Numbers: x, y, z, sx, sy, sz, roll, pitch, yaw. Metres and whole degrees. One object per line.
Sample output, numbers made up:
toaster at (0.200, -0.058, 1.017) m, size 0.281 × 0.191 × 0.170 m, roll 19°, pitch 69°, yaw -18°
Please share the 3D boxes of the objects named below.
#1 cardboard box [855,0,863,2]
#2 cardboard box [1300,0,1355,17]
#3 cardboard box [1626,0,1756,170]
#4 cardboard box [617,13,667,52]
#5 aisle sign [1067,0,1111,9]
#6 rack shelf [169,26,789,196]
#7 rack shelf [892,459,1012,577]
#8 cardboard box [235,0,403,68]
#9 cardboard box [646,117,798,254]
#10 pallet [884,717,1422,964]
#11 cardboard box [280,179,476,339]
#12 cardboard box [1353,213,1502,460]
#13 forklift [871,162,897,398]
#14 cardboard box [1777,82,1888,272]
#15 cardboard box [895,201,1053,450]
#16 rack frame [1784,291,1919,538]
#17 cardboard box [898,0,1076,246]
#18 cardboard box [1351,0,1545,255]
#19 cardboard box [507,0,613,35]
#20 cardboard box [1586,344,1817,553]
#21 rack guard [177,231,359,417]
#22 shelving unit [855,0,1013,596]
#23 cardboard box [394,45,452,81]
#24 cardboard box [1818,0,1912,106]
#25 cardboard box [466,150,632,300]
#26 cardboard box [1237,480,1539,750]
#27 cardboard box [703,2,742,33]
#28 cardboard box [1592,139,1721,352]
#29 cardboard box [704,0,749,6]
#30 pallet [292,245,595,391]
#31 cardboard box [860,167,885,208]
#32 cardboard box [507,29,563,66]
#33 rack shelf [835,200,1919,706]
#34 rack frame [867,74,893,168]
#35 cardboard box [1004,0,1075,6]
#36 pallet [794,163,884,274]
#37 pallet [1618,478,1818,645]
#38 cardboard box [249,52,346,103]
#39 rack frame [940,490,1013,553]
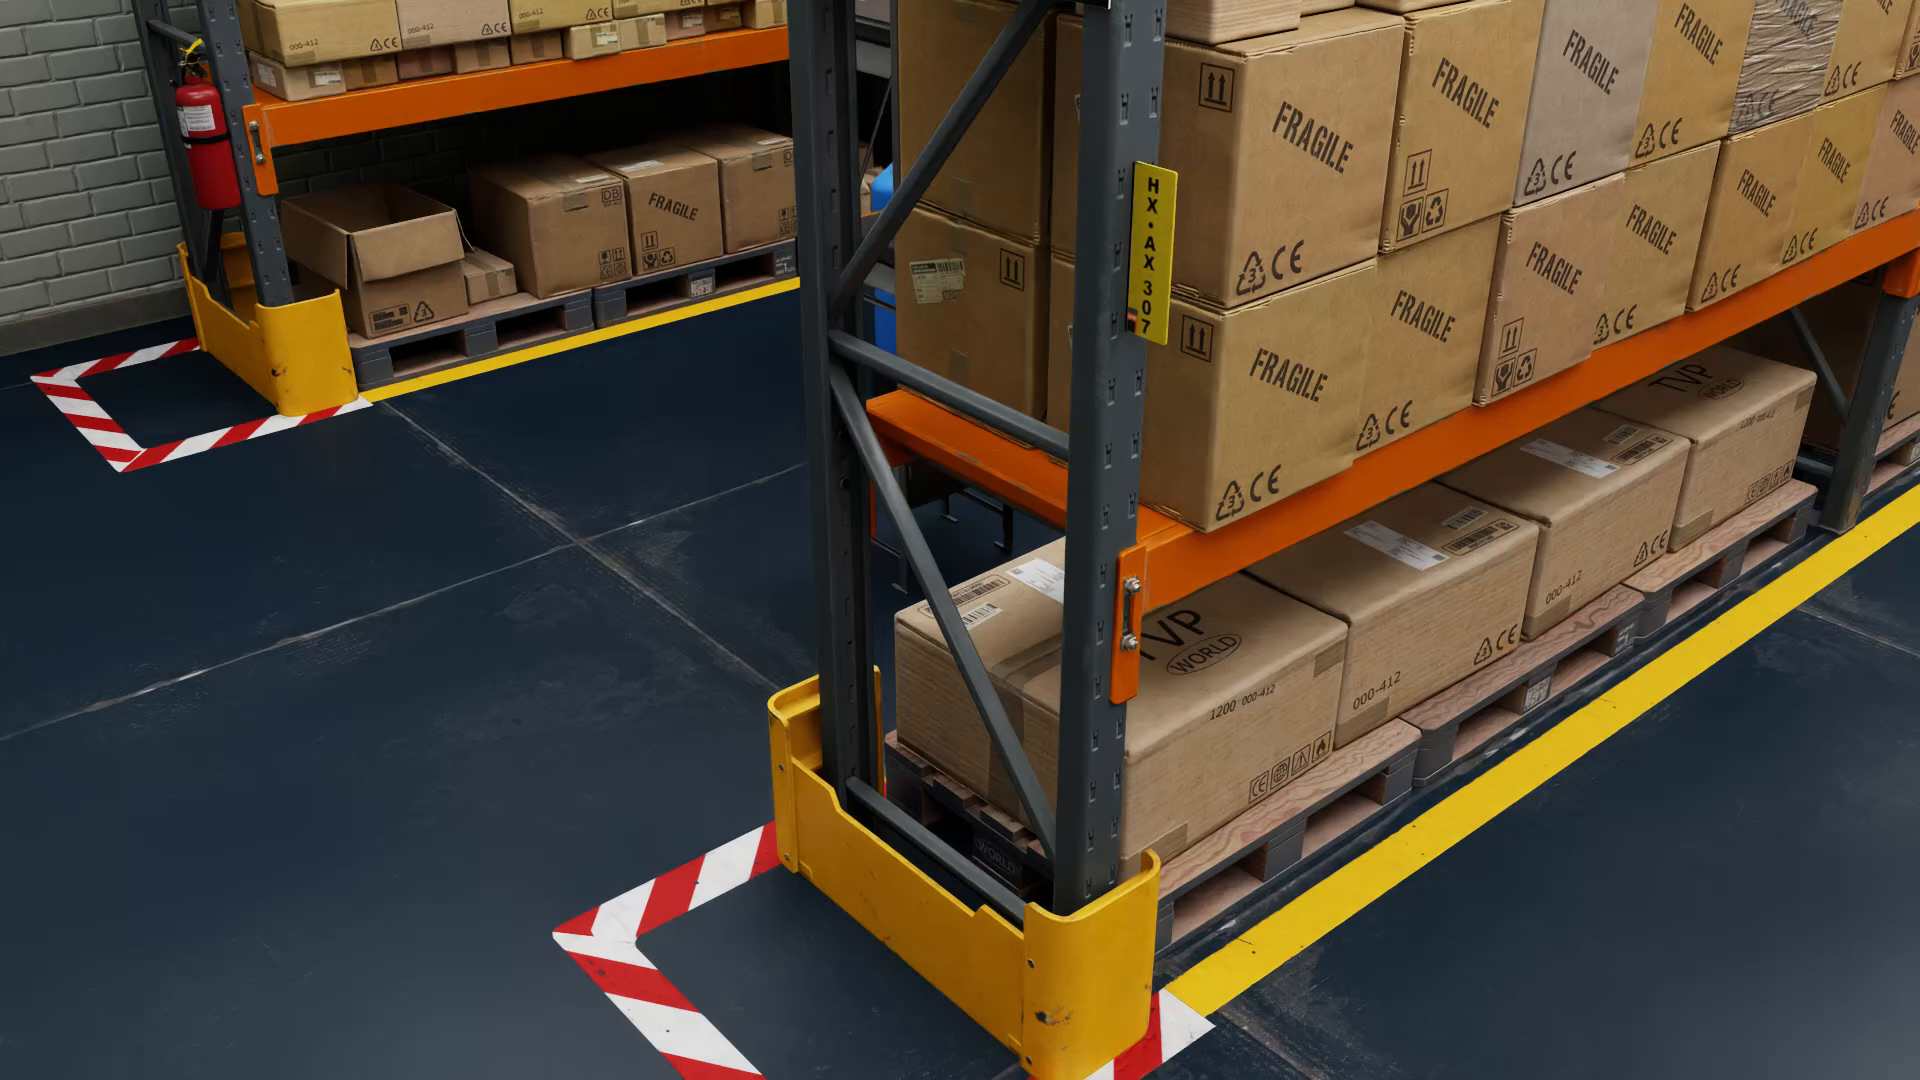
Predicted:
cardboard box at (-0.632, -2.834, 8.637) m, size 0.250 × 0.149 × 0.380 m, roll -21°, pitch 34°, yaw -34°
cardboard box at (0.597, -1.192, 3.444) m, size 0.250 × 0.149 × 0.380 m, roll -21°, pitch 35°, yaw -34°
cardboard box at (1.698, -1.310, 4.351) m, size 0.500 × 0.500 × 0.500 m, roll -22°, pitch 35°, yaw -35°
cardboard box at (-1.603, -2.440, 7.900) m, size 0.250 × 0.149 × 0.380 m, roll -21°, pitch 35°, yaw -34°
aisle sign at (0.128, -1.327, 2.792) m, size 0.004 × 0.787 × 0.394 m, roll -22°, pitch 35°, yaw -35°
rack shelf at (-1.709, -2.379, 8.283) m, size 4.000 × 0.370 × 1.077 m, roll -22°, pitch 35°, yaw -35°
rack shelf at (-0.126, -0.246, 5.997) m, size 0.480 × 0.518 × 0.431 m, roll -22°, pitch 35°, yaw -35°
cardboard box at (-2.710, -2.192, 7.013) m, size 0.500 × 0.250 × 0.500 m, roll -22°, pitch 35°, yaw -35°
cardboard box at (-1.238, -1.886, 8.803) m, size 0.500 × 0.500 × 0.700 m, roll -23°, pitch 36°, yaw -37°
pallet at (0.552, 0.651, 4.808) m, size 1.213 × 0.211 × 1.003 m, roll -22°, pitch 35°, yaw -35°
cardboard box at (-2.703, -1.322, 7.745) m, size 0.637 × 0.503 × 0.797 m, roll -24°, pitch 36°, yaw -37°
cardboard box at (0.913, -0.559, 4.007) m, size 0.500 × 0.500 × 0.500 m, roll -22°, pitch 35°, yaw -36°
forklift at (0.485, -2.415, 7.660) m, size 1.130 × 2.935 × 3.031 m, roll 7°, pitch 29°, yaw 13°
cardboard box at (2.463, -1.181, 5.171) m, size 0.500 × 0.500 × 0.500 m, roll -23°, pitch 36°, yaw -36°
cardboard box at (0.190, -0.593, 4.071) m, size 0.500 × 0.500 × 0.500 m, roll -22°, pitch 35°, yaw -35°
rack frame at (3.037, -1.530, 5.930) m, size 0.127 × 3.000 × 1.000 m, roll -22°, pitch 35°, yaw -35°
cardboard box at (0.207, -1.024, 3.817) m, size 0.500 × 0.500 × 0.500 m, roll -21°, pitch 34°, yaw -33°
cardboard box at (0.933, -0.997, 3.765) m, size 0.500 × 0.500 × 0.500 m, roll -23°, pitch 36°, yaw -36°
cardboard box at (-1.943, -2.503, 7.594) m, size 0.500 × 0.250 × 0.500 m, roll -23°, pitch 36°, yaw -36°
cardboard box at (2.490, -0.431, 6.148) m, size 0.875 × 0.438 × 0.875 m, roll -22°, pitch 35°, yaw -36°
rack guard at (-3.172, -1.006, 7.601) m, size 0.348 × 0.500 × 1.175 m, roll -22°, pitch 35°, yaw -35°
shelving unit at (-0.126, -0.875, 5.660) m, size 0.503 × 2.100 × 0.431 m, roll -22°, pitch 35°, yaw -35°
cardboard box at (-2.461, -2.163, 7.382) m, size 0.250 × 0.149 × 0.380 m, roll -22°, pitch 35°, yaw -36°
cardboard box at (2.466, -1.619, 4.931) m, size 0.500 × 0.500 × 0.500 m, roll -22°, pitch 35°, yaw -36°
cardboard box at (-2.028, -1.568, 8.209) m, size 0.500 × 0.500 × 0.700 m, roll -20°, pitch 34°, yaw -33°
cardboard box at (1.122, 0.118, 5.120) m, size 0.875 × 0.438 × 0.875 m, roll -21°, pitch 34°, yaw -34°
cardboard box at (-1.294, -2.636, 8.267) m, size 0.250 × 0.149 × 0.380 m, roll -21°, pitch 35°, yaw -34°
cardboard box at (1.681, -0.867, 4.584) m, size 0.500 × 0.500 × 0.500 m, roll -21°, pitch 34°, yaw -33°
cardboard box at (-1.176, -2.824, 8.195) m, size 0.500 × 0.250 × 0.500 m, roll -22°, pitch 35°, yaw -35°
pallet at (-2.566, -1.122, 8.126) m, size 1.213 × 0.211 × 1.003 m, roll -22°, pitch 35°, yaw -35°
cardboard box at (-0.420, -1.961, 9.315) m, size 0.250 × 0.149 × 0.380 m, roll -23°, pitch 36°, yaw -36°
cardboard box at (-2.031, -2.302, 7.642) m, size 0.250 × 0.149 × 0.380 m, roll -21°, pitch 35°, yaw -34°
rack shelf at (1.516, -0.601, 4.955) m, size 4.000 × 0.370 × 1.077 m, roll -22°, pitch 35°, yaw -35°
rack frame at (-0.187, -3.308, 9.258) m, size 0.127 × 3.000 × 1.000 m, roll -22°, pitch 35°, yaw -35°
cardboard box at (0.137, -1.259, 3.568) m, size 0.250 × 0.149 × 0.380 m, roll -21°, pitch 35°, yaw -34°
pallet at (-0.710, -1.869, 9.523) m, size 1.213 × 0.211 × 1.003 m, roll -22°, pitch 35°, yaw -35°
pallet at (2.408, -0.095, 6.205) m, size 1.213 × 0.211 × 1.003 m, roll -22°, pitch 35°, yaw -35°
cardboard box at (-2.802, -1.976, 7.032) m, size 0.250 × 0.149 × 0.380 m, roll -22°, pitch 35°, yaw -35°
rack frame at (0.060, -0.950, 5.800) m, size 0.015 × 2.100 × 0.400 m, roll -22°, pitch 35°, yaw -35°
